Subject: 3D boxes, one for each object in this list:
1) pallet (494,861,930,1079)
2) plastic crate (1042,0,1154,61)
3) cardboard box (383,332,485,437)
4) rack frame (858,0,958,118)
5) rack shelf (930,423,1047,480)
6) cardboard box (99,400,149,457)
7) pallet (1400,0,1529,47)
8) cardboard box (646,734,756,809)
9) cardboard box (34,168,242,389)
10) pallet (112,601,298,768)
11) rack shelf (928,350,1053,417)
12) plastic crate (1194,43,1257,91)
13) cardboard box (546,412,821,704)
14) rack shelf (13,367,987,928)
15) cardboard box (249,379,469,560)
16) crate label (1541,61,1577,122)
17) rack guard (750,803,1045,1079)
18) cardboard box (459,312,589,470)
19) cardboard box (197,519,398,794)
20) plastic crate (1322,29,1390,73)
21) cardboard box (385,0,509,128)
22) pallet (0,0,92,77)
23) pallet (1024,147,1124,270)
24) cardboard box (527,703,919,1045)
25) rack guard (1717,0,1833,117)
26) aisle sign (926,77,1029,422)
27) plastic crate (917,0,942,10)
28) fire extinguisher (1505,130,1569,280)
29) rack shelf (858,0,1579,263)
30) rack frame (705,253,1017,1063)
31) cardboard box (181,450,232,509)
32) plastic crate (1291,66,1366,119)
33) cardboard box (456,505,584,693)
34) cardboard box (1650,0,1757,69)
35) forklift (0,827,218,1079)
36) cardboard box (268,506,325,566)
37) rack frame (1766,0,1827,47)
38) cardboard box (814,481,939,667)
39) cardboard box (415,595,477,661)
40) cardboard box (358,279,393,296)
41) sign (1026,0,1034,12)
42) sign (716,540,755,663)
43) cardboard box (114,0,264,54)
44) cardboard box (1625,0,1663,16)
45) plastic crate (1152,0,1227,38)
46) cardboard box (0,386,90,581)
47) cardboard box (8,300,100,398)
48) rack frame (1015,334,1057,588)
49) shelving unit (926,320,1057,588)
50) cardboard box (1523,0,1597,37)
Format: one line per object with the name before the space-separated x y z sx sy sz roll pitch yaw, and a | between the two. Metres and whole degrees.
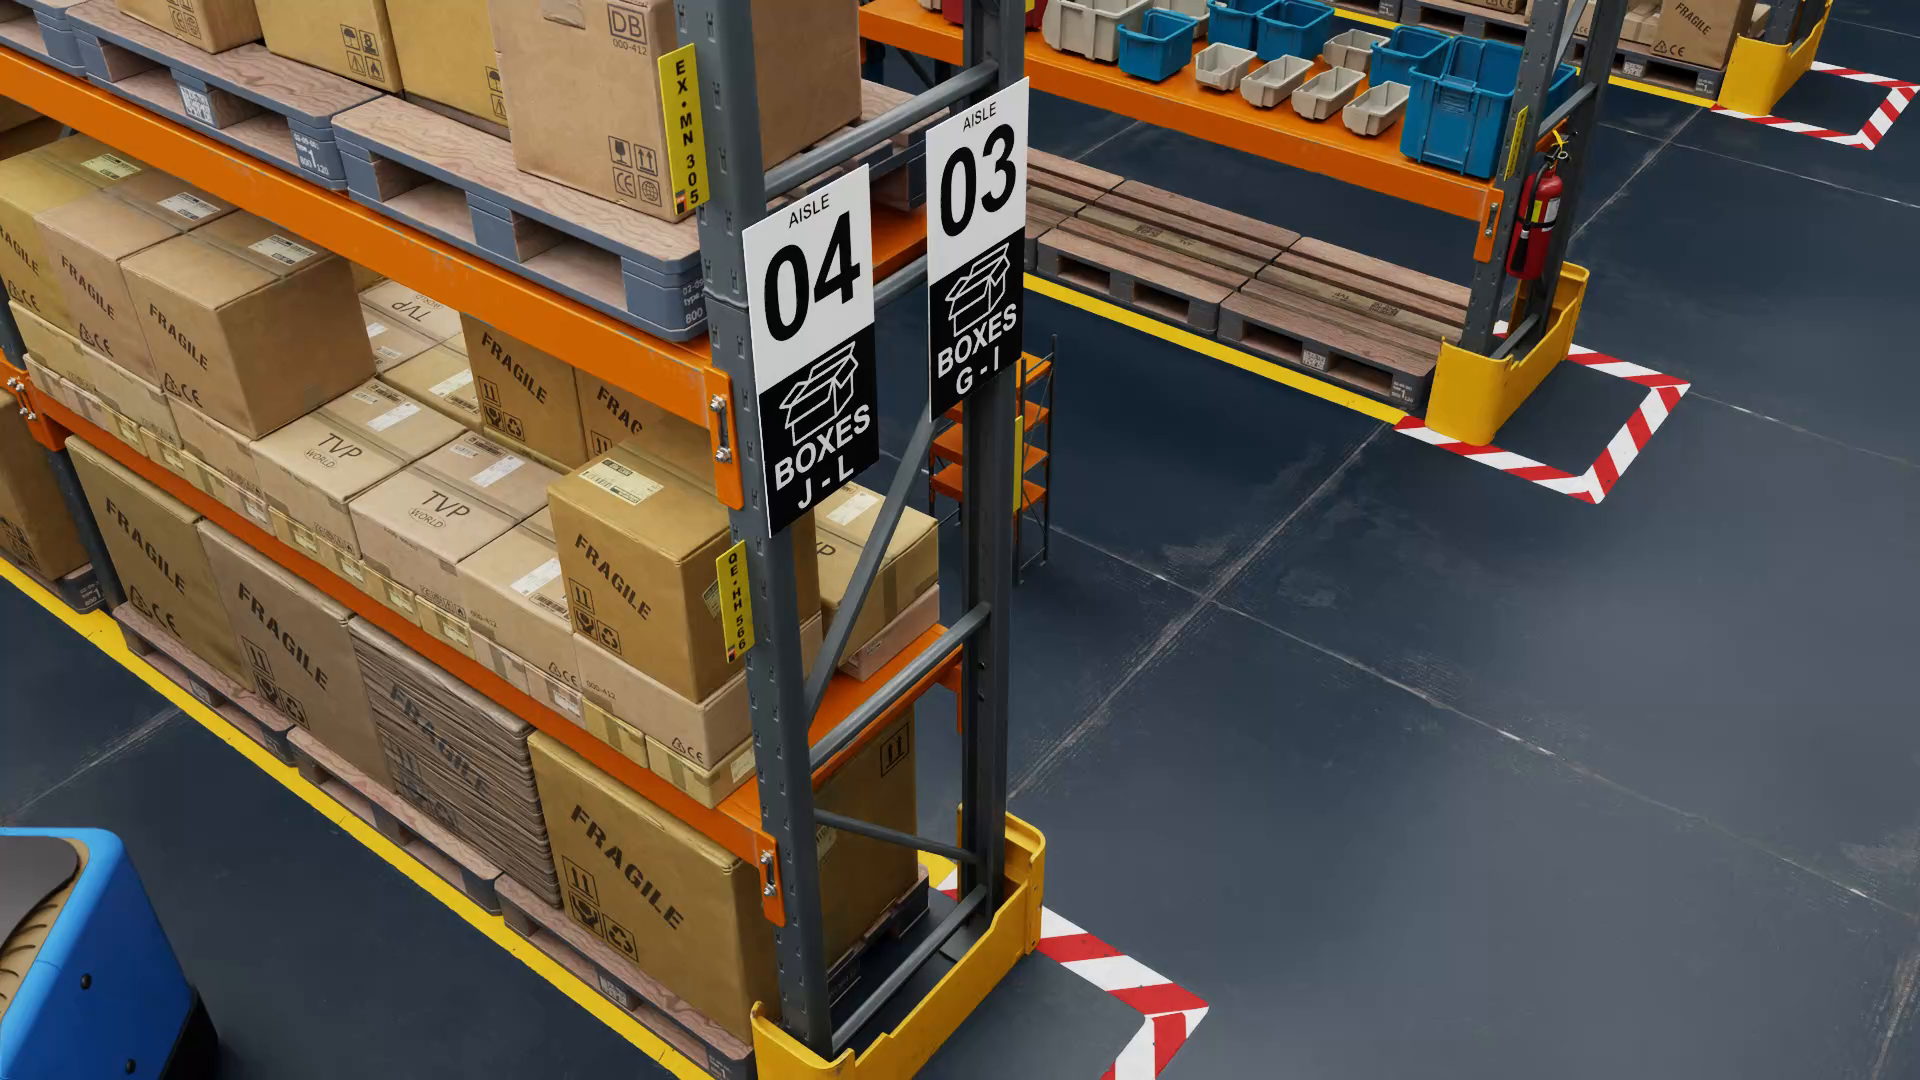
pallet | -0.878 1.275 5.950 1.213 0.211 1.003 25 45 29
plastic crate | 0.738 -2.800 8.941 0.530 0.282 0.437 25 45 29
cardboard box | -1.644 -0.506 5.844 0.500 0.250 0.500 24 44 28
rack frame | -0.363 -3.485 9.768 0.127 3.000 1.000 25 45 29
rack shelf | 0.131 -0.357 7.342 0.480 0.148 0.258 25 45 29
cardboard box | -2.921 -0.491 6.147 0.250 0.149 0.380 27 45 30
pallet | 4.167 -4.097 12.812 1.213 0.211 1.003 25 45 29
cardboard box | -0.678 0.565 4.799 0.250 0.149 0.380 26 45 29
cardboard box | -2.761 -0.920 5.764 0.500 0.500 0.500 25 45 29
pallet | -2.816 0.361 7.117 1.213 0.211 1.003 25 45 29
rack shelf | 0.131 -0.720 7.059 0.480 0.148 0.258 25 45 29
plastic crate | 1.352 -2.433 8.590 0.250 0.136 0.298 25 45 29
cardboard box | -0.742 0.031 4.549 0.500 0.500 0.500 26 45 29
rack shelf | -1.784 -0.028 5.936 4.000 0.370 1.077 25 45 29
cardboard box | -1.964 -0.245 5.510 0.500 0.250 0.500 25 45 29
crate label | 2.818 -2.198 8.212 0.303 0.233 0.416 25 45 29
rack guard | -0.176 1.431 5.516 0.348 0.500 1.175 25 45 29
cardboard box | -1.224 -0.605 5.362 0.500 0.500 0.500 24 44 27
cardboard box | -2.182 0.235 6.400 0.875 0.875 0.875 25 45 29
plastic crate | 2.075 -2.575 8.771 0.298 0.136 0.250 25 45 29
cardboard box | -1.014 -1.425 4.201 0.500 0.500 0.700 24 44 27
pallet | -2.729 -1.895 5.375 1.213 0.211 1.003 25 45 29
pallet | 0.245 -2.131 10.300 1.213 0.211 1.003 25 45 29
cardboard box | -0.752 0.909 5.539 0.875 0.875 0.875 25 45 29
rack guard | 5.766 -3.455 11.758 0.348 0.500 1.175 25 45 29
aisle sign | 0.044 -0.705 4.109 0.004 0.787 0.394 25 45 29
plastic crate | -0.080 -3.161 9.519 0.243 0.136 0.396 25 45 29
fire extinguisher | 2.658 -1.531 7.637 0.183 0.674 0.296 25 45 29
rack shelf | 1.226 -2.453 9.033 4.000 0.370 1.077 25 45 29
rack frame | -0.195 0.438 4.757 0.127 3.000 1.000 25 45 29
cardboard box | -2.508 -0.297 5.900 0.250 0.149 0.380 25 44 28
plastic crate | 1.835 -2.239 8.342 0.243 0.136 0.396 25 45 29
cardboard box | -1.144 0.138 5.021 0.500 0.250 0.500 24 44 28
cardboard box | 5.245 -3.683 11.692 0.500 0.500 0.500 25 45 29
forklift | -3.972 0.833 4.309 3.031 2.935 1.130 0 38 0
cardboard box | -2.100 -0.104 5.654 0.250 0.149 0.380 24 44 27
rack frame | 5.826 -4.411 10.951 0.127 3.000 1.000 25 45 29
cardboard box | -0.412 0.068 5.110 0.500 0.250 0.500 24 44 27
cardboard box | -1.490 0.183 5.287 0.250 0.149 0.380 24 44 28
cardboard box | -2.449 -0.889 6.332 0.500 0.250 0.500 27 45 30
sign | 0.147 -1.388 3.883 0.005 0.325 0.100 25 45 29
sign | -0.536 0.149 3.994 0.005 0.325 0.100 25 45 29
cardboard box | -1.961 -1.753 4.619 0.500 0.500 0.700 27 46 30
cardboard box | 5.170 -4.032 12.340 0.500 0.250 0.500 25 45 29
plastic crate | 1.203 -2.900 9.186 0.466 0.136 0.293 25 45 29
cardboard box | -3.893 -0.619 7.490 0.875 0.875 1.225 25 45 29
cardboard box | -3.158 -0.814 6.237 0.500 0.250 0.500 24 44 28
rack frame | 0.325 -0.319 7.184 0.015 1.200 0.240 25 45 29
shelving unit | 0.131 -0.410 7.301 0.503 1.200 0.258 25 45 29
cardboard box | 4.508 -3.955 12.242 0.500 0.250 0.500 25 45 29
